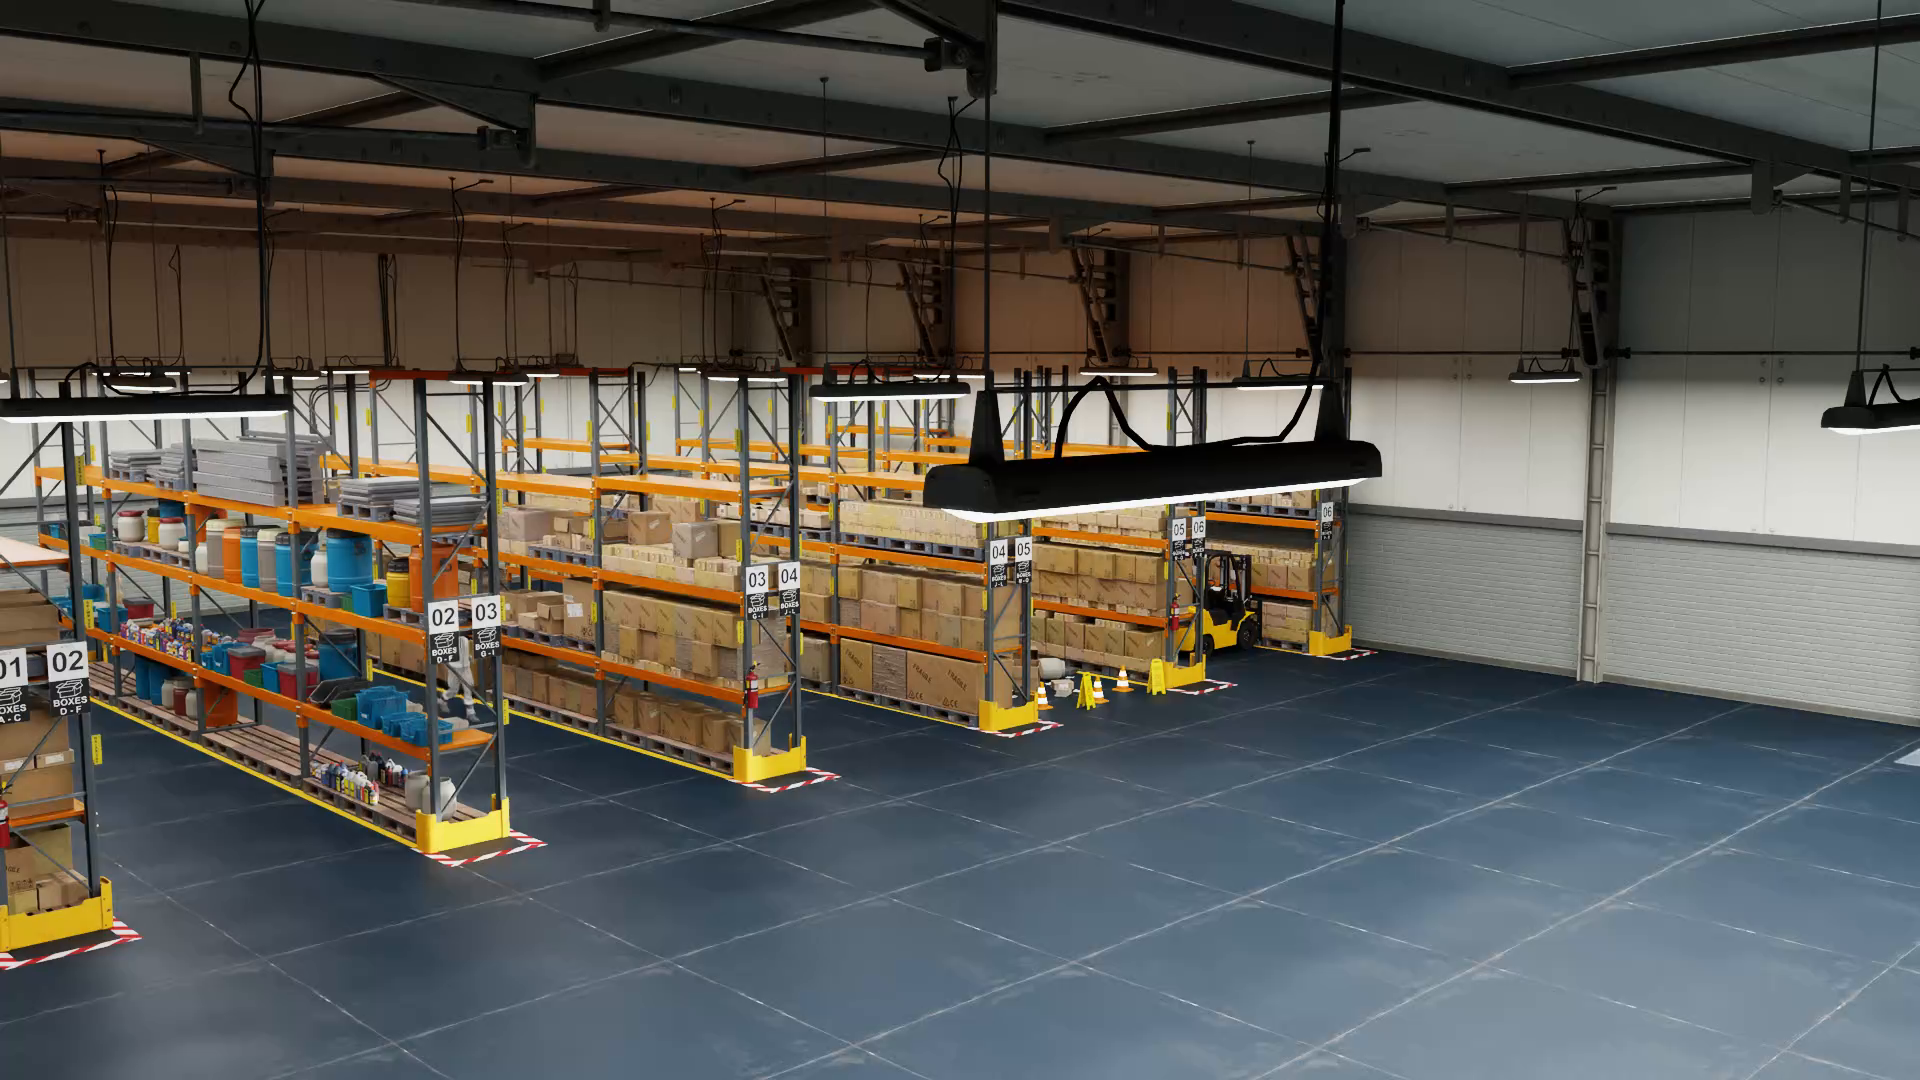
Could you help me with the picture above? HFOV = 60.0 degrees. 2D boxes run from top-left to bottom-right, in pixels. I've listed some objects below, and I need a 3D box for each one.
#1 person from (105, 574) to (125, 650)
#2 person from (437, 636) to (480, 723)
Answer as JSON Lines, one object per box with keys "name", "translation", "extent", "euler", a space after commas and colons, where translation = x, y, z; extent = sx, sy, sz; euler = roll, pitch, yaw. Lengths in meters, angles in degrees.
{"name": "person", "translation": [-17.885, 1.549, 35.393], "extent": [0.523, 1.583, 0.599], "euler": [-5, 8, -36]}
{"name": "person", "translation": [-8.636, 2.213, 28.583], "extent": [0.985, 1.793, 0.655], "euler": [5, 8, 36]}
